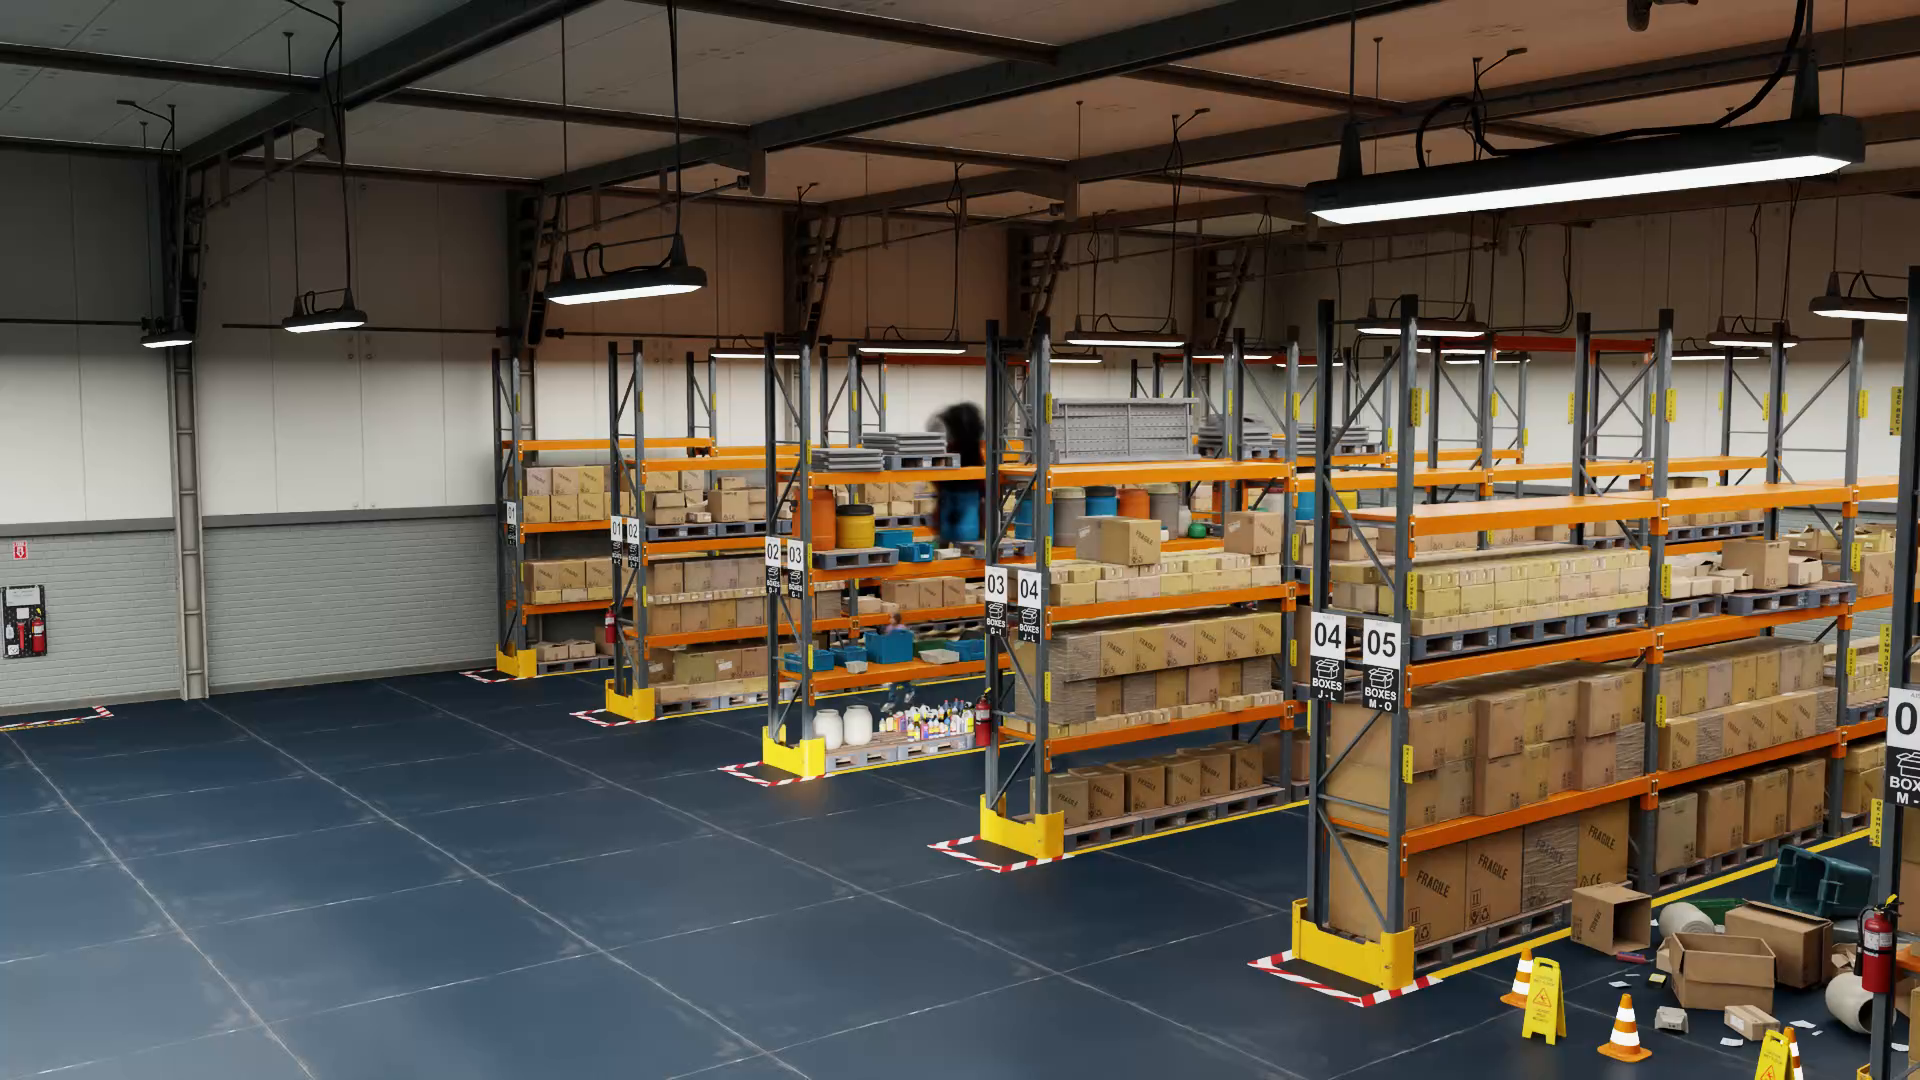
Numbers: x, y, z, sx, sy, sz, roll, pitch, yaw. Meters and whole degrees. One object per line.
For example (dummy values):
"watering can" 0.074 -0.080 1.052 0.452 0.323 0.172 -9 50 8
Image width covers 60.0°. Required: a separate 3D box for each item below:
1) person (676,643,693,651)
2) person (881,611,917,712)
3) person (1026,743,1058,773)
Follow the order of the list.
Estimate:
"person" -5.006 1.754 30.192 0.578 1.515 0.796 1 5 13
"person" -1.015 1.953 27.220 0.515 1.608 0.861 4 7 40
"person" 1.148 2.364 22.559 0.546 1.684 0.777 -3 6 -34
